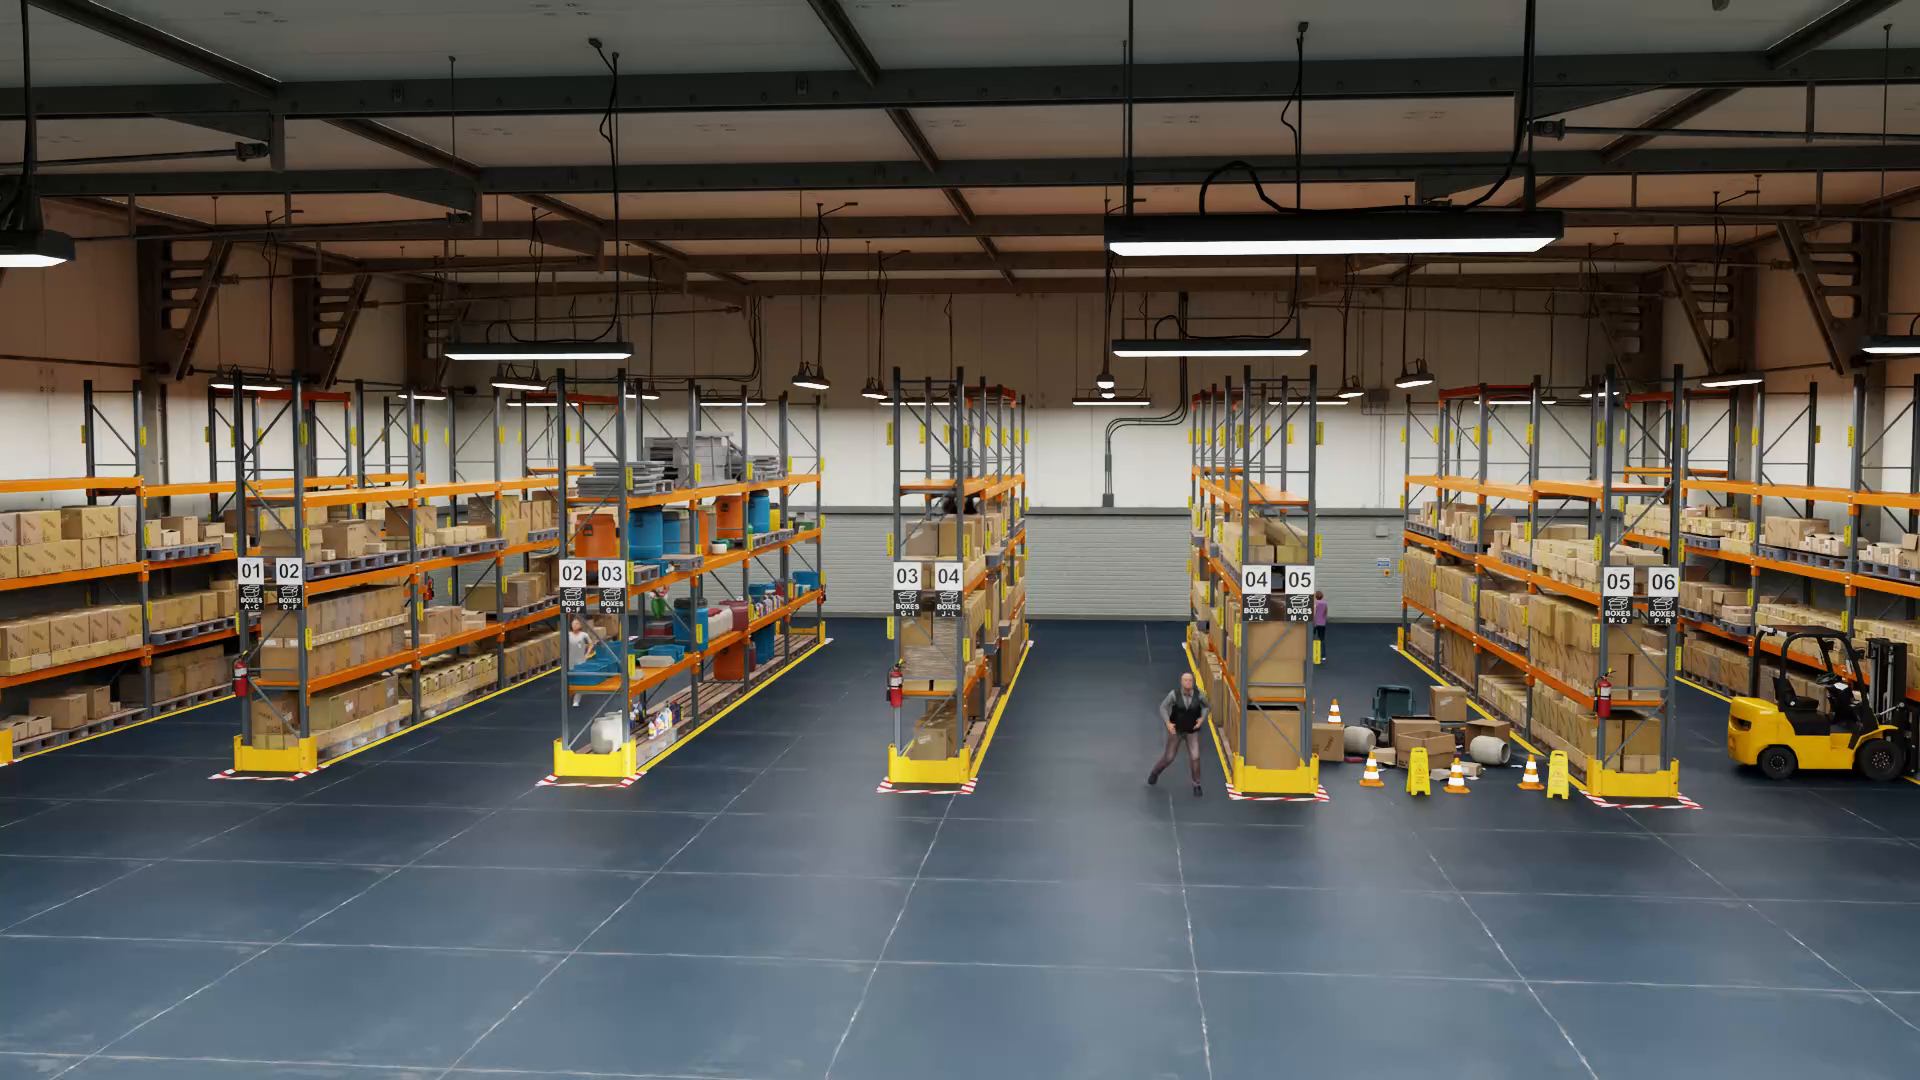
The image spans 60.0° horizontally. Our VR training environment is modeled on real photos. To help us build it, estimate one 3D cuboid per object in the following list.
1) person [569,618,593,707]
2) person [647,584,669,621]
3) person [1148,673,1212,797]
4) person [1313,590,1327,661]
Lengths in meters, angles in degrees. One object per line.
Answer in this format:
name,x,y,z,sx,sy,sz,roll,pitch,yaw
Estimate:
person,-7.122,2.263,30.948,0.573,1.628,0.758,0,4,-3
person,-7.760,1.506,42.560,0.644,1.738,0.808,-1,4,-21
person,3.118,2.724,23.432,0.879,1.721,0.715,0,4,-3
person,7.945,1.906,36.972,0.504,1.585,0.732,-1,4,-11
